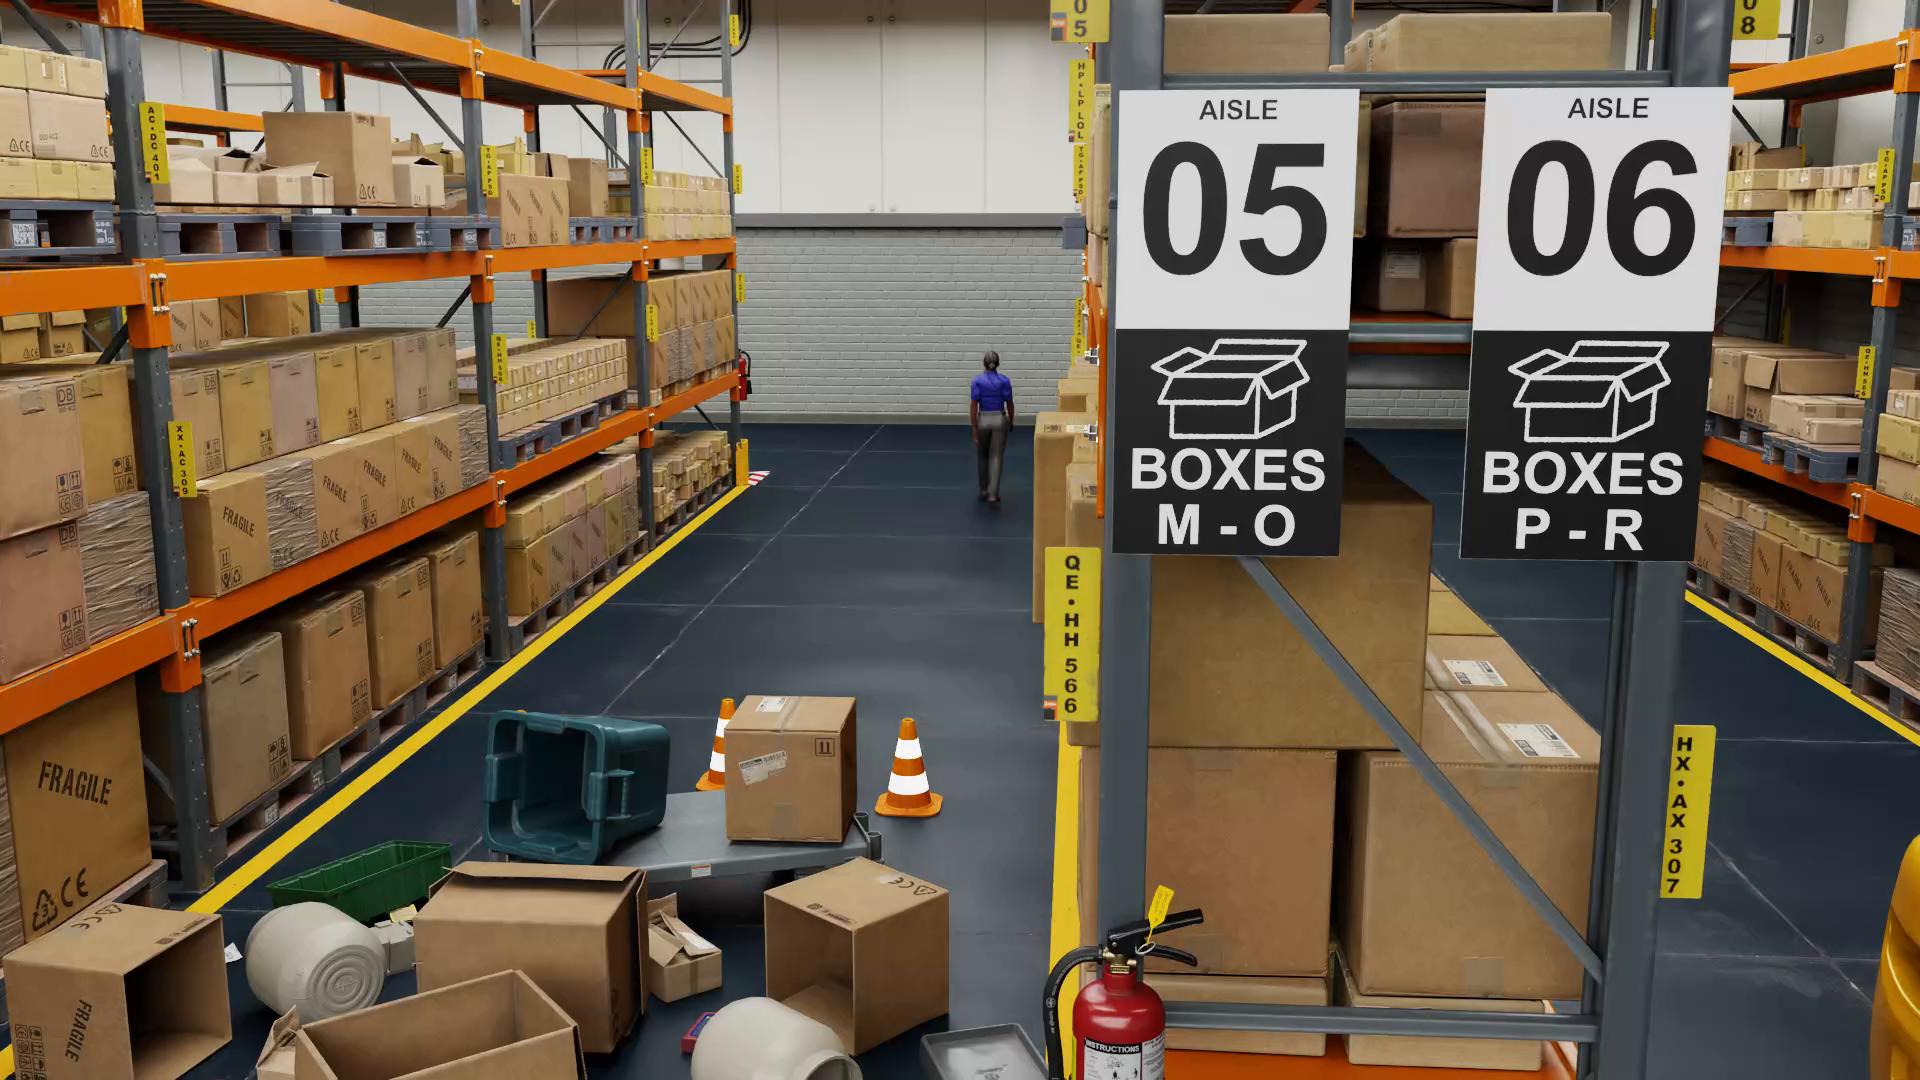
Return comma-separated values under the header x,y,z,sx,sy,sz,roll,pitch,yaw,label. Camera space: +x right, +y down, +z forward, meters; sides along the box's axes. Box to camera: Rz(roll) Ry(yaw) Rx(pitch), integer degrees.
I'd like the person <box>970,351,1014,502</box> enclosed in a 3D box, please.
x,y,z,sx,sy,sz,roll,pitch,yaw,label
0.352,-1.232,17.837,0.458,1.584,0.967,1,11,6,person
